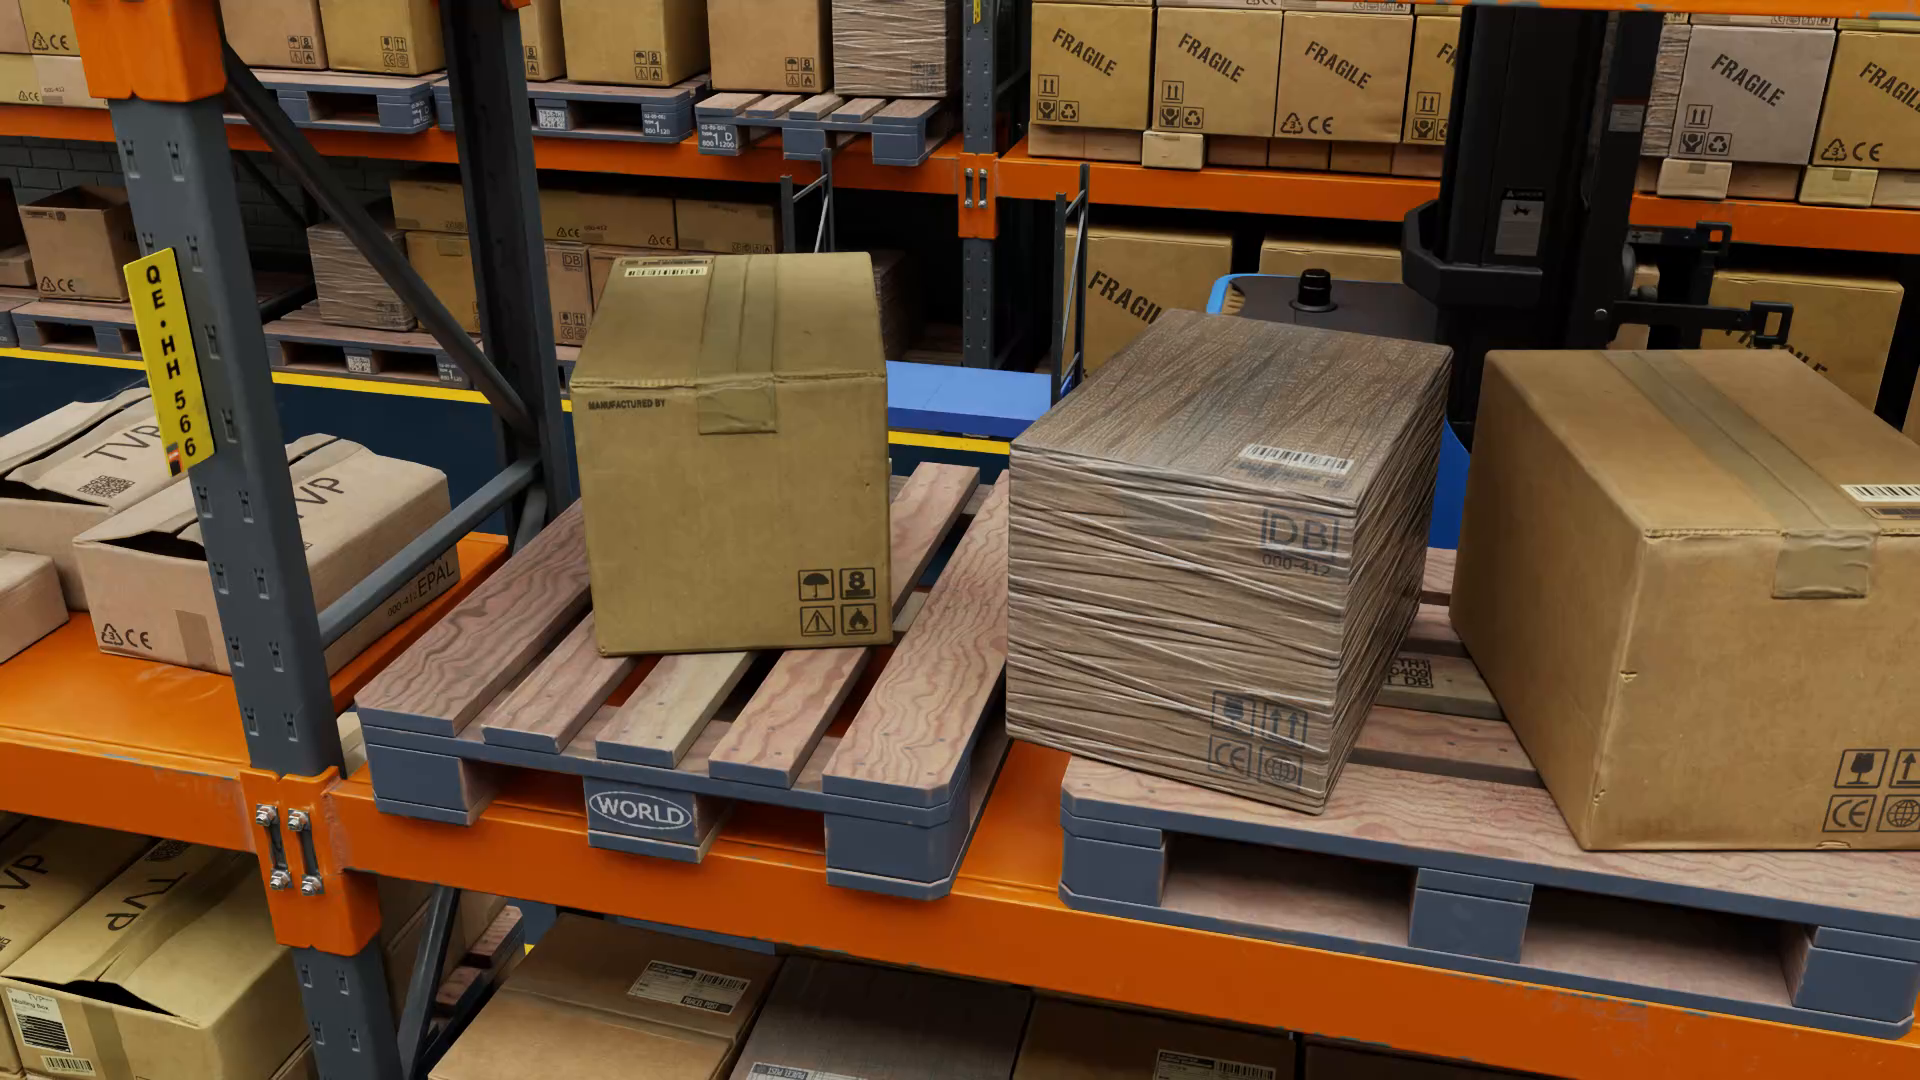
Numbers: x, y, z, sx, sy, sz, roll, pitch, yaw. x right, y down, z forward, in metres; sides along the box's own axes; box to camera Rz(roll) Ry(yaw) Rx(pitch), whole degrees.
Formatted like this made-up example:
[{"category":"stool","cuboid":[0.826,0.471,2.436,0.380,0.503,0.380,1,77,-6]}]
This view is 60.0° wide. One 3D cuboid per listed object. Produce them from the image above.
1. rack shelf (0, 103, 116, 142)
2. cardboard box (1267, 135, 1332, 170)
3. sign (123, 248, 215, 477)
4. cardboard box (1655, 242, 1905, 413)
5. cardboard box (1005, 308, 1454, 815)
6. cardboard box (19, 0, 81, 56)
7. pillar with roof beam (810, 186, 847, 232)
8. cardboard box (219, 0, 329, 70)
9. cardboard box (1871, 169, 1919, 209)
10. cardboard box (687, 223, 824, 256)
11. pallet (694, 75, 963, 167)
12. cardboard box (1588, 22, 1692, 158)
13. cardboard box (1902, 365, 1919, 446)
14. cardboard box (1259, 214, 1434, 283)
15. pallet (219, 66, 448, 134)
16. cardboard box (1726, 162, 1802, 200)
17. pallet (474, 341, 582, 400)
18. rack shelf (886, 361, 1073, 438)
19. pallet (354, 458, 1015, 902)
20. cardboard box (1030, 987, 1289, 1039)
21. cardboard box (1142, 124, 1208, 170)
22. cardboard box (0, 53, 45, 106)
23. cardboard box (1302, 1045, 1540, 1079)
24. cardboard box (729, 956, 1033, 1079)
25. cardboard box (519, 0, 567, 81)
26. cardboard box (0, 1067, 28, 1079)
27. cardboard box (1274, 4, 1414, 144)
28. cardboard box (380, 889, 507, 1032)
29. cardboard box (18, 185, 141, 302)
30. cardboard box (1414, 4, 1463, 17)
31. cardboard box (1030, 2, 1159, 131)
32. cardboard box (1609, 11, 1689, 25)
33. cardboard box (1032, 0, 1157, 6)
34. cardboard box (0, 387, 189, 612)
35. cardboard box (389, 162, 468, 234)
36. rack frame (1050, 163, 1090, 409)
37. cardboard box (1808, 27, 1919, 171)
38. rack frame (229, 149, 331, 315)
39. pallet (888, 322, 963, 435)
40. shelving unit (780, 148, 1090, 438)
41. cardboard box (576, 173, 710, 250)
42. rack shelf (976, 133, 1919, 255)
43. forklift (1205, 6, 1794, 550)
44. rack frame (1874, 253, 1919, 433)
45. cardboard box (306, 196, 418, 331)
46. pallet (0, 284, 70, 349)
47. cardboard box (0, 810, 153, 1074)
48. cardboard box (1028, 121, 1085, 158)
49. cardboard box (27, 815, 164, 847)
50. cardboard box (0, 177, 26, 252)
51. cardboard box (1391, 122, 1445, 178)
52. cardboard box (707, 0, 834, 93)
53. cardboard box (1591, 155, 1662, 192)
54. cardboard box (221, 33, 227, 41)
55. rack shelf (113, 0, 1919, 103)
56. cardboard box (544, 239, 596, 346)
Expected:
[{"category":"rack shelf","cuboid":[-5.614,-2.350,9.033,4.000,0.370,1.077,6,26,13]},{"category":"cardboard box","cuboid":[1.465,-1.702,7.104,0.250,0.149,0.380,7,26,14]},{"category":"sign","cuboid":[-1.168,-0.261,2.461,0.005,0.325,0.100,6,26,13]},{"category":"cardboard box","cuboid":[3.410,-0.838,7.034,0.750,0.750,0.750,7,26,14]},{"category":"cardboard box","cuboid":[0.444,-0.006,2.669,0.500,0.500,0.700,11,28,23]},{"category":"cardboard box","cuboid":[-4.211,-2.662,8.131,0.500,0.500,0.500,6,26,13]},{"category":"pillar with roof beam","cuboid":[-1.918,-3.448,3.524,0.400,9.000,9.100,6,26,13]},{"category":"cardboard box","cuboid":[-3.192,-2.635,8.168,0.500,0.500,0.700,6,26,13]},{"category":"cardboard box","cuboid":[3.673,-1.418,6.508,0.250,0.149,0.380,7,26,13]},{"category":"cardboard box","cuboid":[-0.983,-1.261,8.305,0.500,0.500,0.700,6,26,13]},{"category":"pallet","cuboid":[-0.519,-1.977,7.637,1.003,0.211,1.213,6,26,13]},{"category":"cardboard box","cuboid":[2.581,-1.845,6.649,0.500,0.500,0.500,6,26,13]},{"category":"cardboard box","cuboid":[1.756,0.033,2.586,0.500,0.500,0.700,11,27,21]},{"category":"cardboard box","cuboid":[1.724,-1.021,7.418,0.750,0.750,0.750,6,26,13]},{"category":"pallet","cuboid":[-2.973,-2.231,8.170,1.213,0.211,1.003,6,26,13]},{"category":"cardboard box","cuboid":[3.184,-1.482,6.641,0.250,0.149,0.380,7,26,15]},{"category":"pallet","cuboid":[-1.737,-0.989,8.581,1.213,0.211,1.003,6,26,13]},{"category":"rack shelf","cuboid":[-0.083,-0.524,6.524,1.000,0.185,0.538,6,26,13]},{"category":"pallet","cuboid":[-0.359,0.161,3.146,1.003,0.211,1.213,6,26,13]},{"category":"cardboard box","cuboid":[0.433,1.018,3.517,0.500,0.500,0.500,5,26,11]},{"category":"cardboard box","cuboid":[0.937,-1.702,7.104,0.250,0.149,0.380,7,26,15]},{"category":"cardboard box","cuboid":[-4.691,-2.383,8.417,0.500,0.250,0.500,6,26,13]},{"category":"cardboard box","cuboid":[0.837,1.291,2.944,0.500,0.500,0.500,5,26,11]},{"category":"cardboard box","cuboid":[-0.155,1.182,3.174,0.500,0.500,0.500,5,26,11]},{"category":"cardboard box","cuboid":[-2.007,-2.515,7.915,0.500,0.500,0.700,10,27,20]},{"category":"cardboard box","cuboid":[-2.103,1.074,3.715,0.500,0.250,0.500,6,26,12]},{"category":"cardboard box","cuboid":[1.589,-1.949,6.868,0.500,0.500,0.500,6,26,13]},{"category":"cardboard box","cuboid":[-1.467,0.904,4.072,0.500,0.250,0.500,6,26,13]},{"category":"cardboard box","cuboid":[-4.692,-1.625,9.070,0.500,0.500,0.500,4,26,9]},{"category":"cardboard box","cuboid":[2.075,-2.242,6.612,0.500,0.250,0.500,6,26,12]},{"category":"cardboard box","cuboid":[0.604,-2.062,7.106,0.500,0.500,0.500,7,26,15]},{"category":"cardboard box","cuboid":[2.569,-2.188,6.498,0.500,0.250,0.500,7,26,14]},{"category":"cardboard box","cuboid":[0.601,-2.400,6.944,0.500,0.250,0.500,7,26,14]},{"category":"cardboard box","cuboid":[-1.851,-0.106,3.586,0.500,0.311,0.500,6,26,12]},{"category":"cardboard box","cuboid":[-2.532,-1.751,8.463,0.500,0.250,0.500,6,26,12]},{"category":"rack frame","cuboid":[0.410,-0.632,6.332,0.032,1.500,0.500,6,26,13]},{"category":"cardboard box","cuboid":[3.562,-1.737,6.423,0.500,0.500,0.500,6,26,12]},{"category":"rack frame","cuboid":[-3.677,-2.460,8.428,0.127,3.000,1.000,6,26,13]},{"category":"pallet","cuboid":[-0.559,-0.857,8.305,1.213,0.211,1.003,6,26,13]},{"category":"shelving unit","cuboid":[-0.083,-0.686,6.447,1.048,1.500,0.538,6,26,13]},{"category":"cardboard box","cuboid":[-1.549,-1.636,8.221,0.500,0.250,0.500,6,26,13]},{"category":"rack shelf","cuboid":[2.134,-1.493,7.234,4.000,0.370,1.077,6,26,13]},{"category":"forklift","cuboid":[2.349,-1.056,5.558,3.031,2.935,1.130,6,26,11]},{"category":"rack frame","cuboid":[4.071,-1.604,6.629,0.127,3.000,1.000,6,26,13]},{"category":"cardboard box","cuboid":[-2.960,-1.458,8.720,0.500,0.500,0.700,7,26,15]},{"category":"pallet","cuboid":[-5.521,-1.388,9.420,1.213,0.211,1.003,6,26,13]},{"category":"cardboard box","cuboid":[-2.106,0.823,3.590,0.500,0.311,0.500,6,26,12]},{"category":"cardboard box","cuboid":[0.459,-1.796,7.302,0.250,0.149,0.380,6,26,12]},{"category":"cardboard box","cuboid":[-1.978,0.598,4.062,0.500,0.311,0.500,6,26,12]},{"category":"cardboard box","cuboid":[-5.653,-1.687,9.199,0.500,0.500,0.700,5,26,10]},{"category":"cardboard box","cuboid":[1.947,-1.636,6.967,0.250,0.149,0.380,6,26,13]},{"category":"cardboard box","cuboid":[-0.808,-2.371,7.612,0.500,0.500,0.700,4,26,8]},{"category":"cardboard box","cuboid":[2.693,-1.539,6.762,0.250,0.149,0.380,6,26,13]},{"category":"cardboard box","cuboid":[-4.078,-2.541,8.749,0.500,0.250,0.500,7,26,14]},{"category":"rack shelf","cuboid":[0.904,-0.785,2.256,4.000,0.370,1.077,6,26,13]},{"category":"cardboard box","cuboid":[-1.962,-1.353,8.498,0.500,0.500,0.700,7,26,14]}]
